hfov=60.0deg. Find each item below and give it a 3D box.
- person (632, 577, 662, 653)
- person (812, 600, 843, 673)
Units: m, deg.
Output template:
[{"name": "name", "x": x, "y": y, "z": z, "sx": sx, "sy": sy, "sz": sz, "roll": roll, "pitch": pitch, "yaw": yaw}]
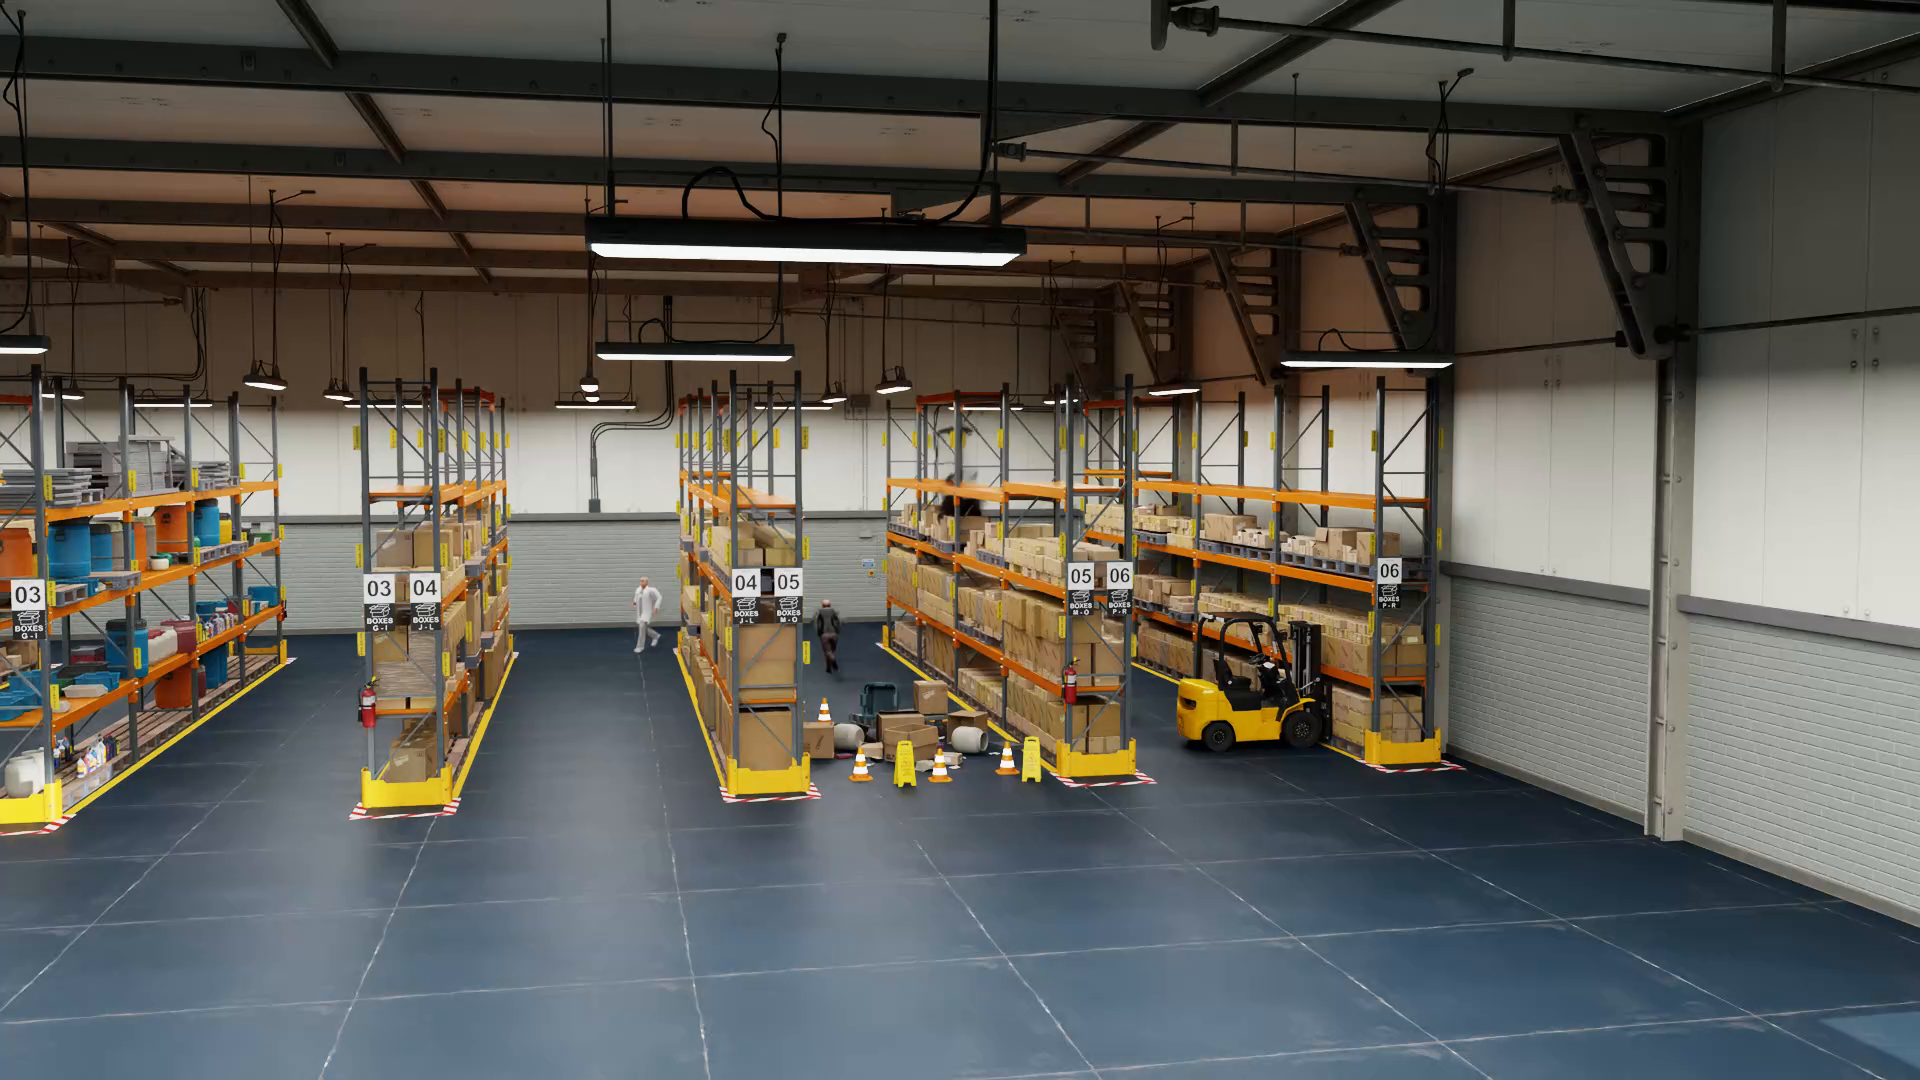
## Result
[{"name": "person", "x": -7.510, "y": 1.762, "z": 39.760, "sx": 0.746, "sy": 1.783, "sz": 0.963, "roll": 2, "pitch": 4, "yaw": 33}, {"name": "person", "x": -2.834, "y": 2.104, "z": 35.835, "sx": 0.670, "sy": 1.573, "sz": 0.958, "roll": -1, "pitch": 4, "yaw": -15}]
